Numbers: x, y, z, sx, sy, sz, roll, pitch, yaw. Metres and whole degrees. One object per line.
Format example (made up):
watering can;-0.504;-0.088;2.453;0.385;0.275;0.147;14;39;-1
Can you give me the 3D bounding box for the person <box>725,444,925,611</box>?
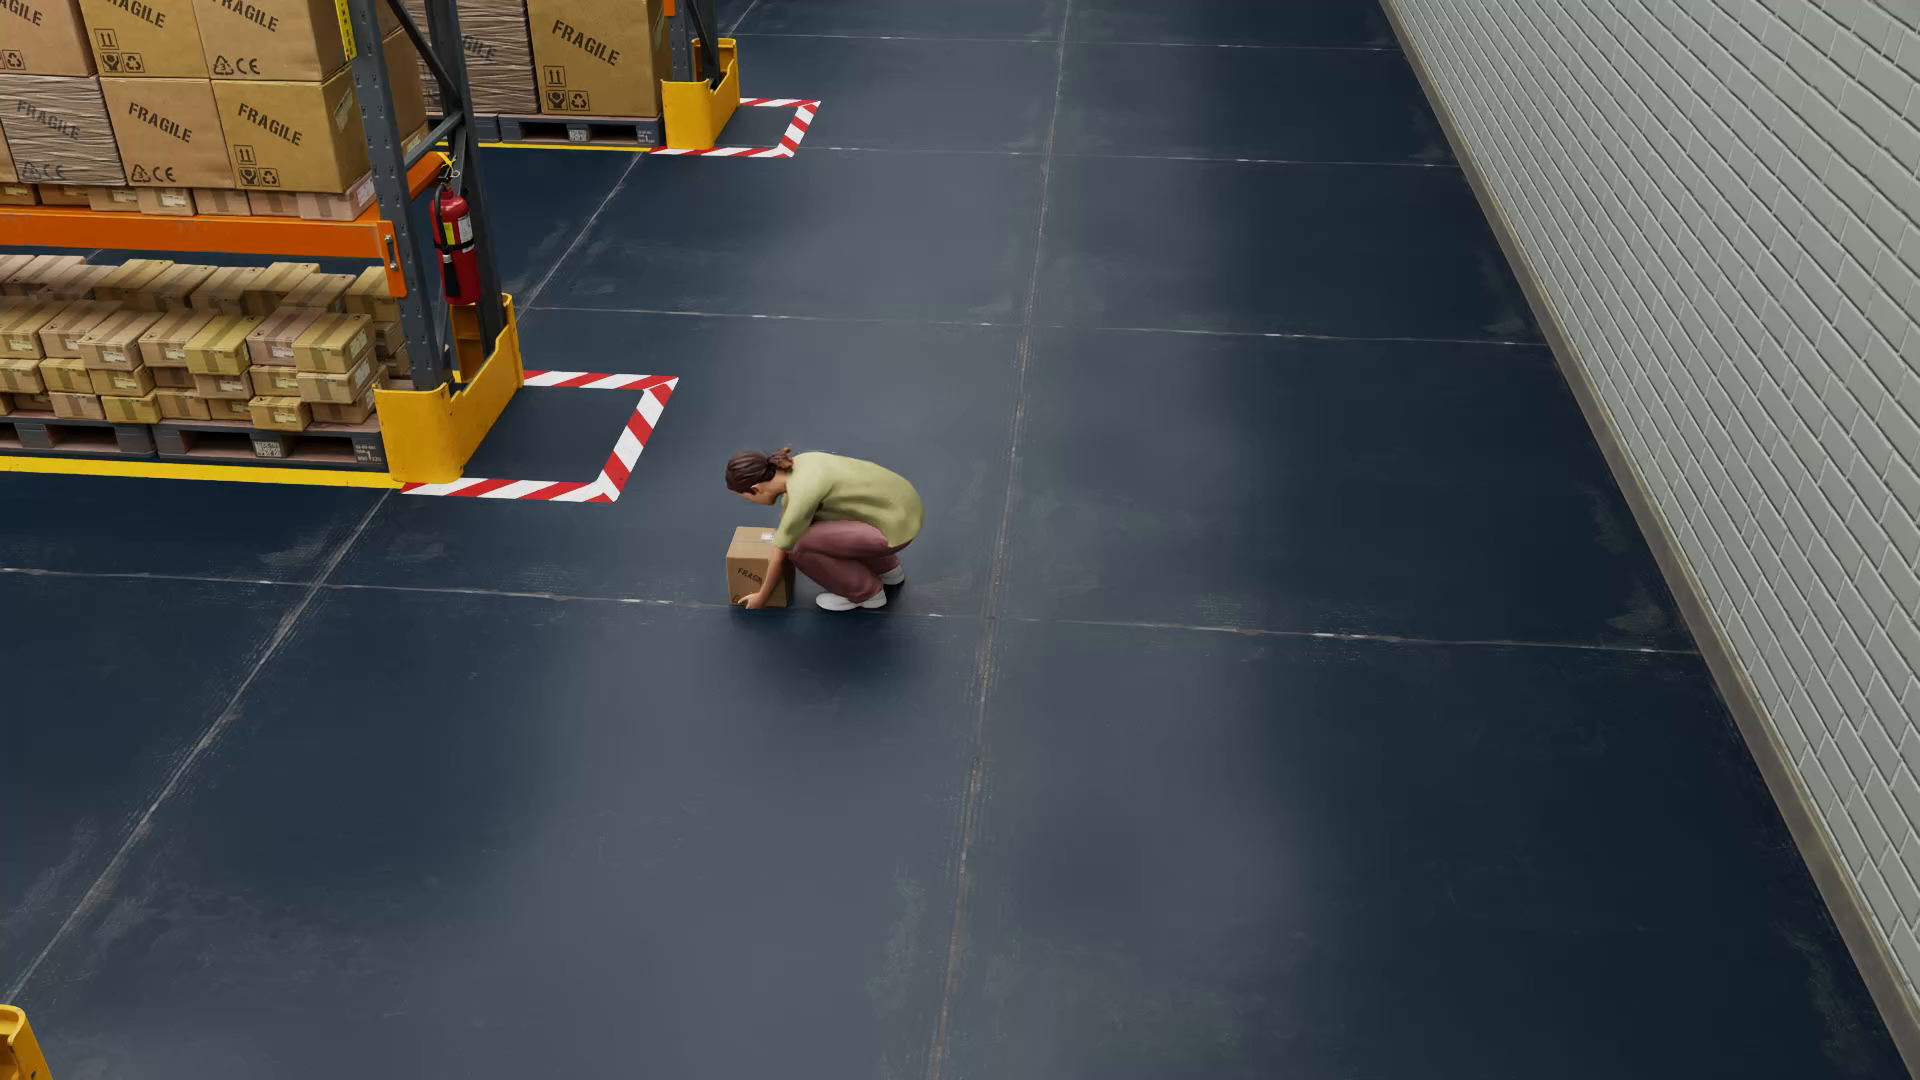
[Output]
person;-0.571;-0.054;7.165;0.831;0.806;0.472;2;32;4
